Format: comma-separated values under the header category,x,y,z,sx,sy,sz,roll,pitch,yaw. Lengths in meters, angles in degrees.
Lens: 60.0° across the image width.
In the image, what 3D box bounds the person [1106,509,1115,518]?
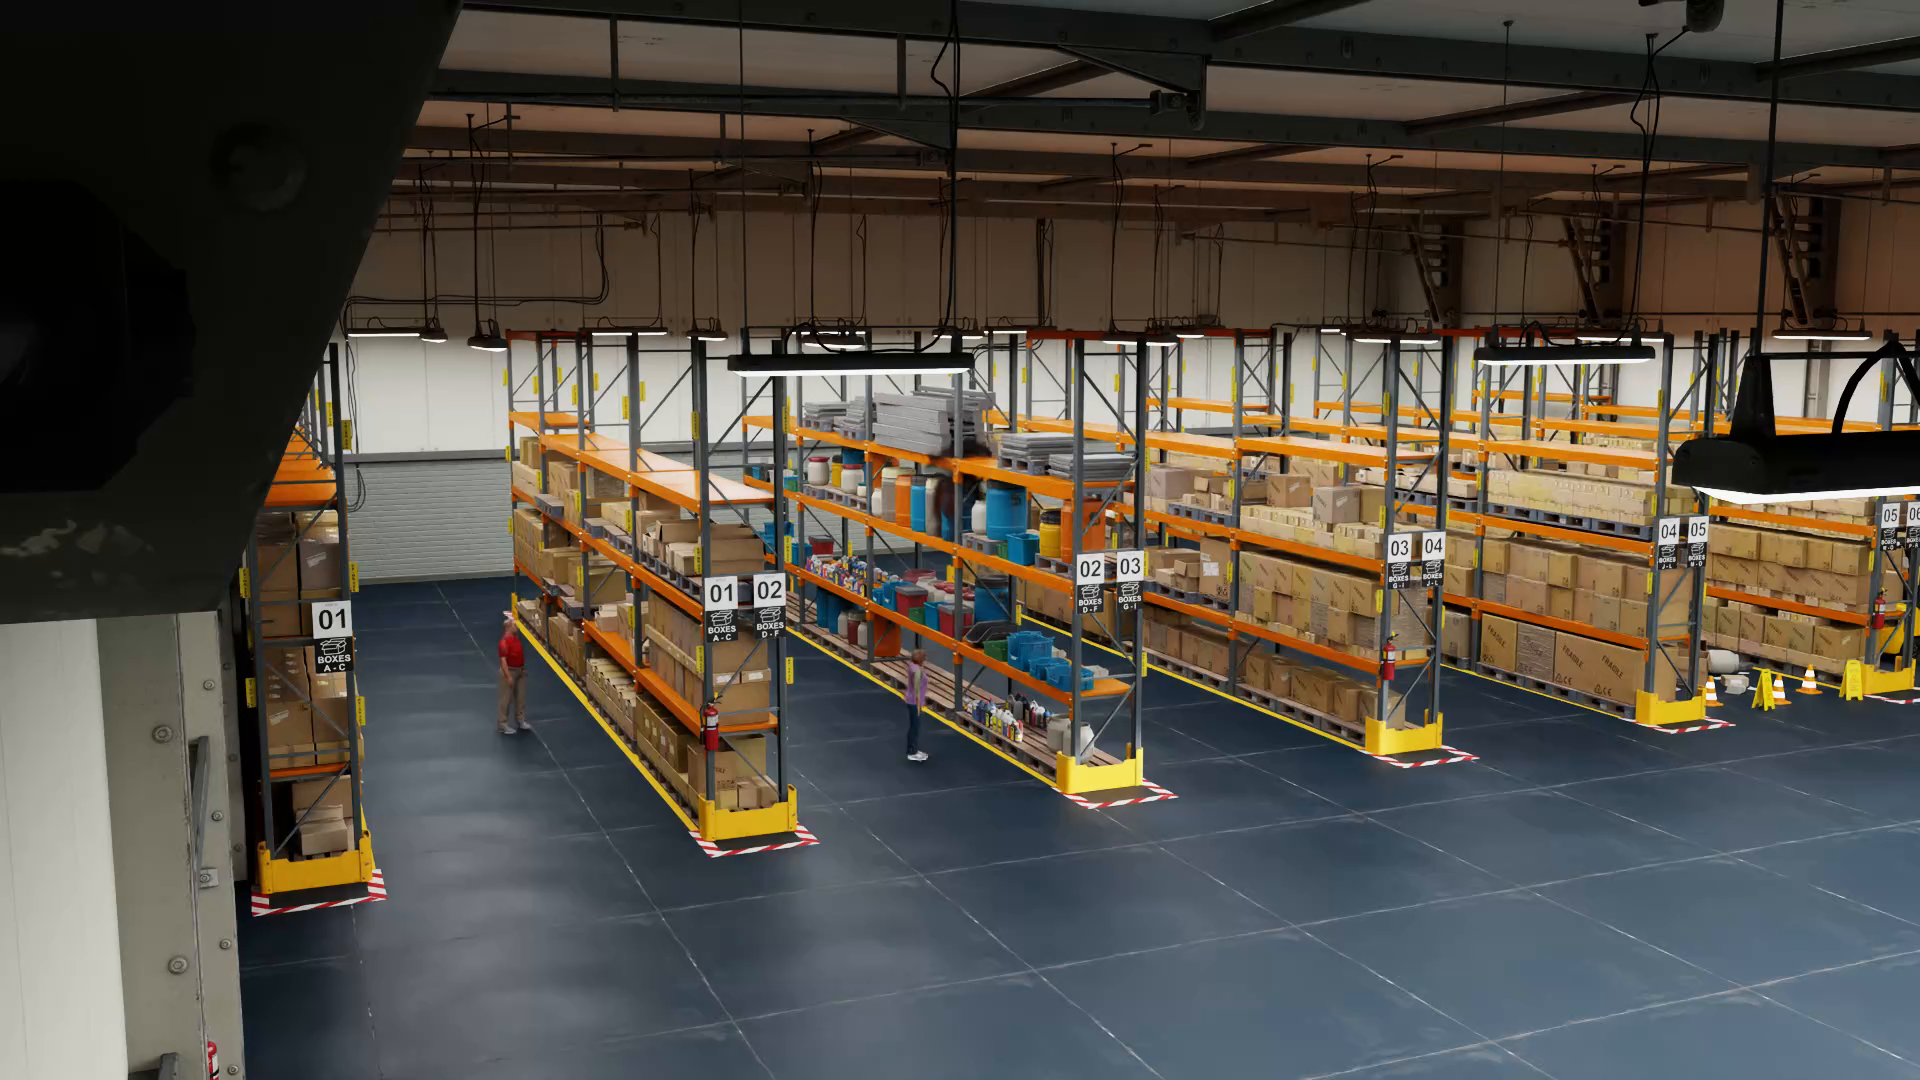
category,x,y,z,sx,sy,sz,roll,pitch,yaw
person,3.463,-0.093,40.791,0.583,1.827,0.533,6,10,36

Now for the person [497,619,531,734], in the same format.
category,x,y,z,sx,sy,sz,roll,pitch,yaw
person,-6.785,2.052,25.243,0.410,1.741,0.608,3,8,21

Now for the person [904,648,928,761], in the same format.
category,x,y,z,sx,sy,sz,roll,pitch,yaw
person,-0.625,2.346,23.590,0.334,1.572,0.440,-1,8,-10
